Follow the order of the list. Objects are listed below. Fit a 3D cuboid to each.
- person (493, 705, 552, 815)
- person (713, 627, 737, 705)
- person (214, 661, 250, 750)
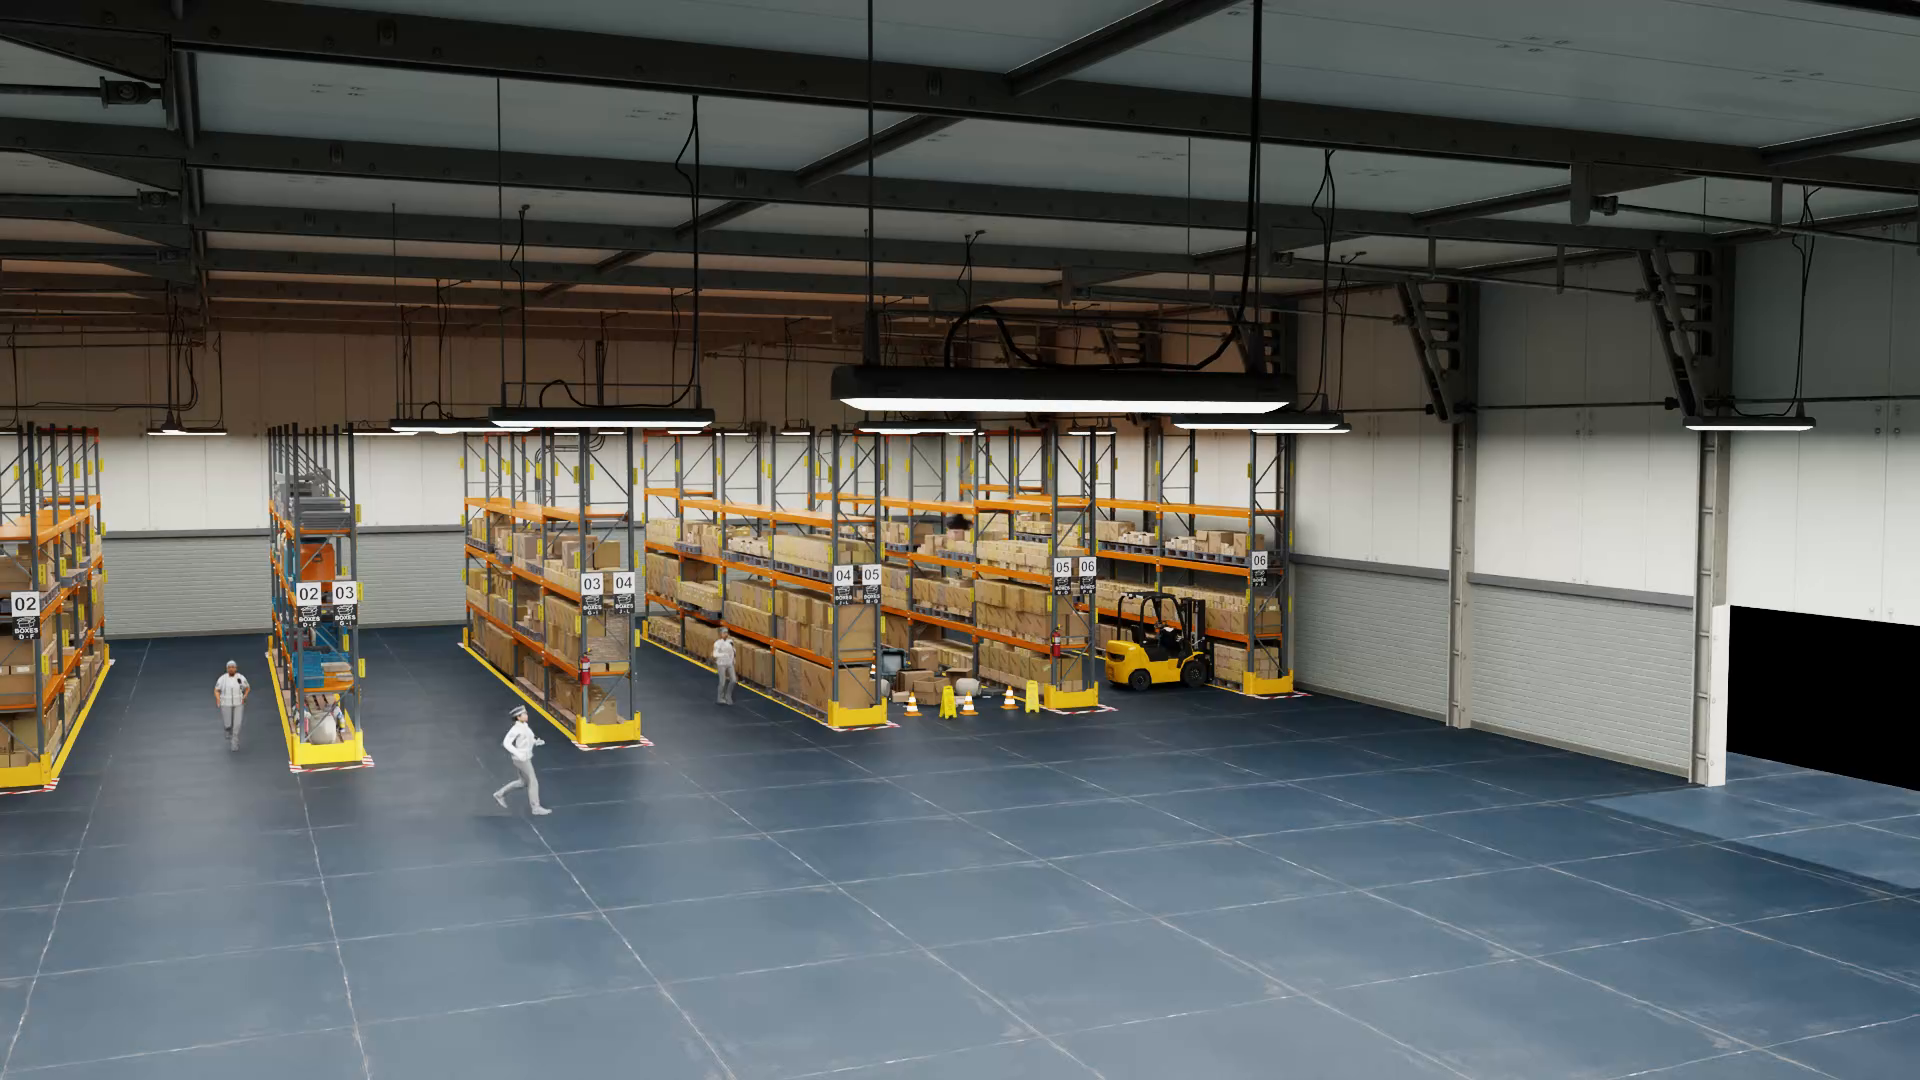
[{"bbox_3d":[-6.663,3.328,25.240,0.896,1.670,0.622,0,3,-2],"label":"person"},{"bbox_3d":[-5.010,2.705,35.671,0.594,1.712,0.638,-2,4,-32],"label":"person"},{"bbox_3d":[-13.452,3.046,30.761,0.615,1.630,0.587,-2,4,-25],"label":"person"}]
